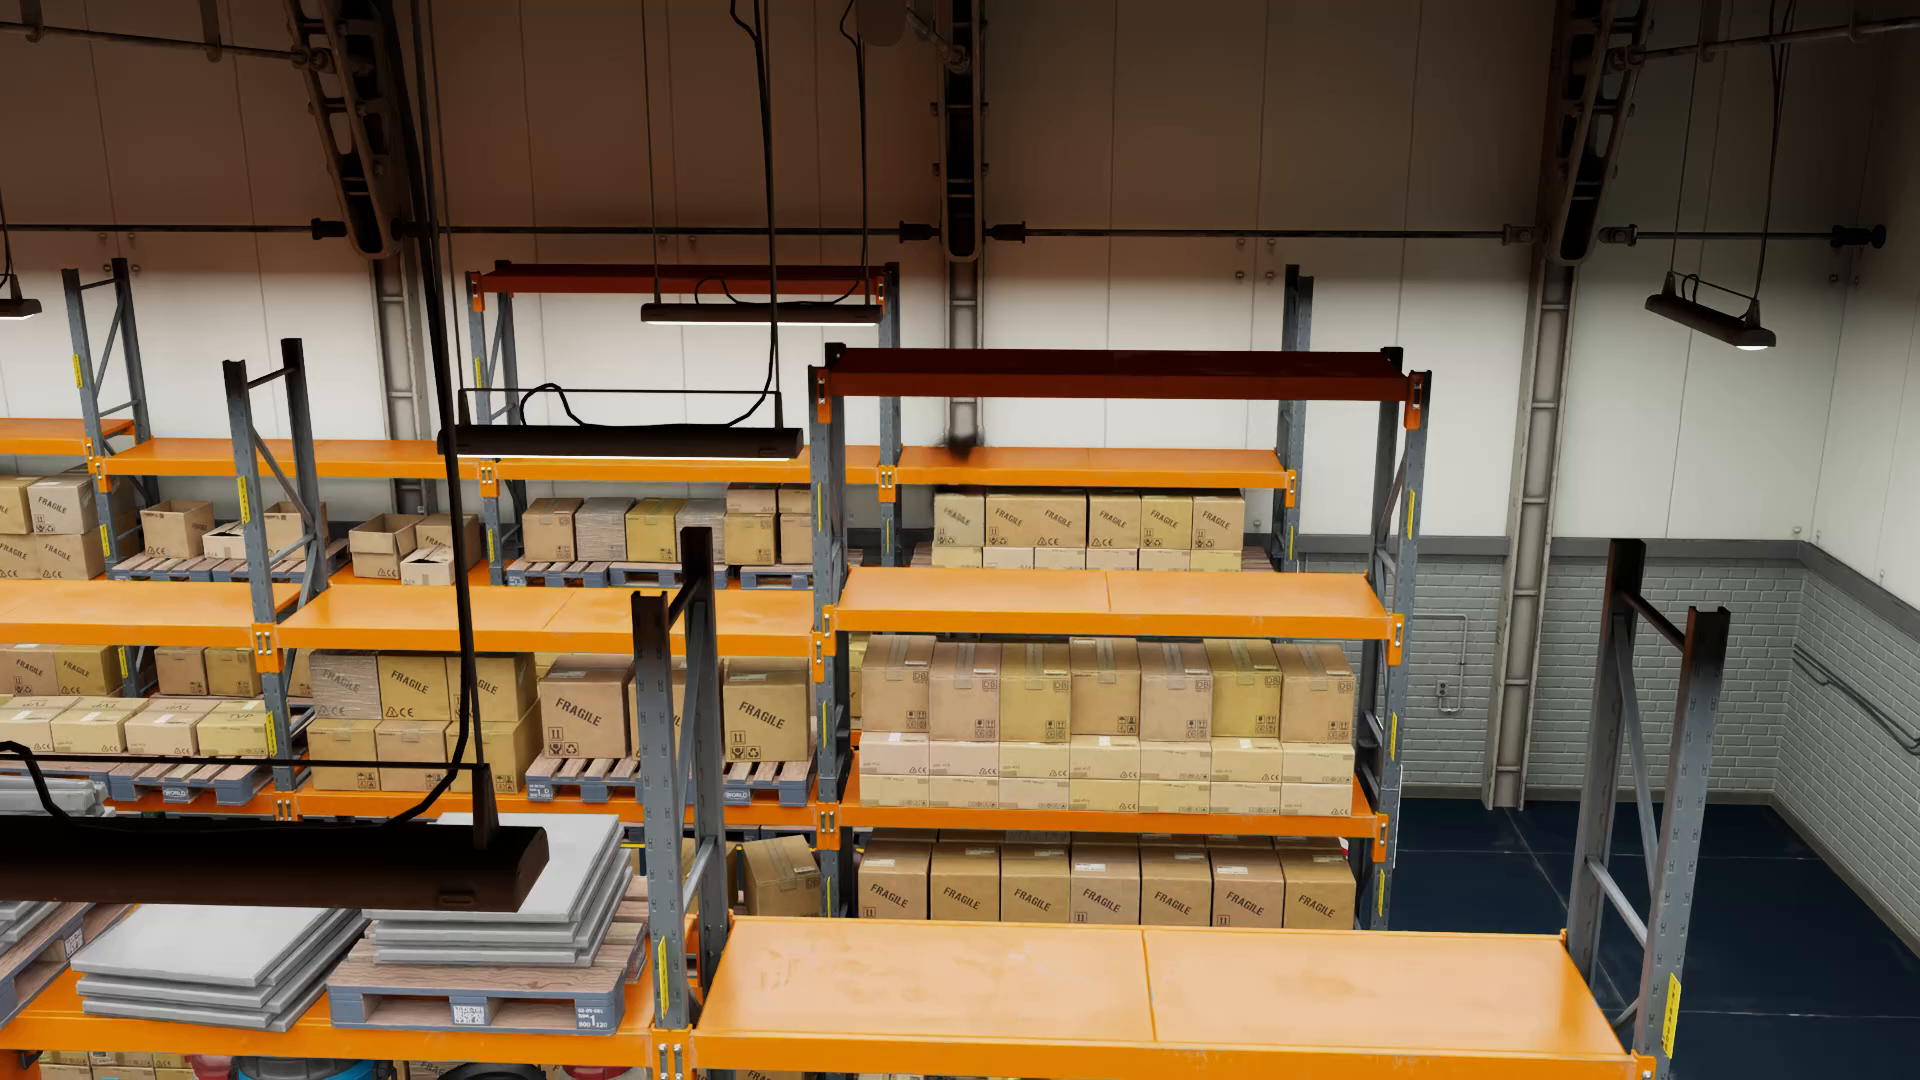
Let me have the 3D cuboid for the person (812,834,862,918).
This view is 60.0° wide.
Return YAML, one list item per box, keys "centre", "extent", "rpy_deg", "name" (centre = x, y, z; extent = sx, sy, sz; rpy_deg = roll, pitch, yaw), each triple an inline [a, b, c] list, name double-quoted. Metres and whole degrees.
- centre: [-0.938, 3.212, 14.477]
  extent: [0.564, 1.716, 0.767]
  rpy_deg: [-10, 19, -30]
  name: "person"
